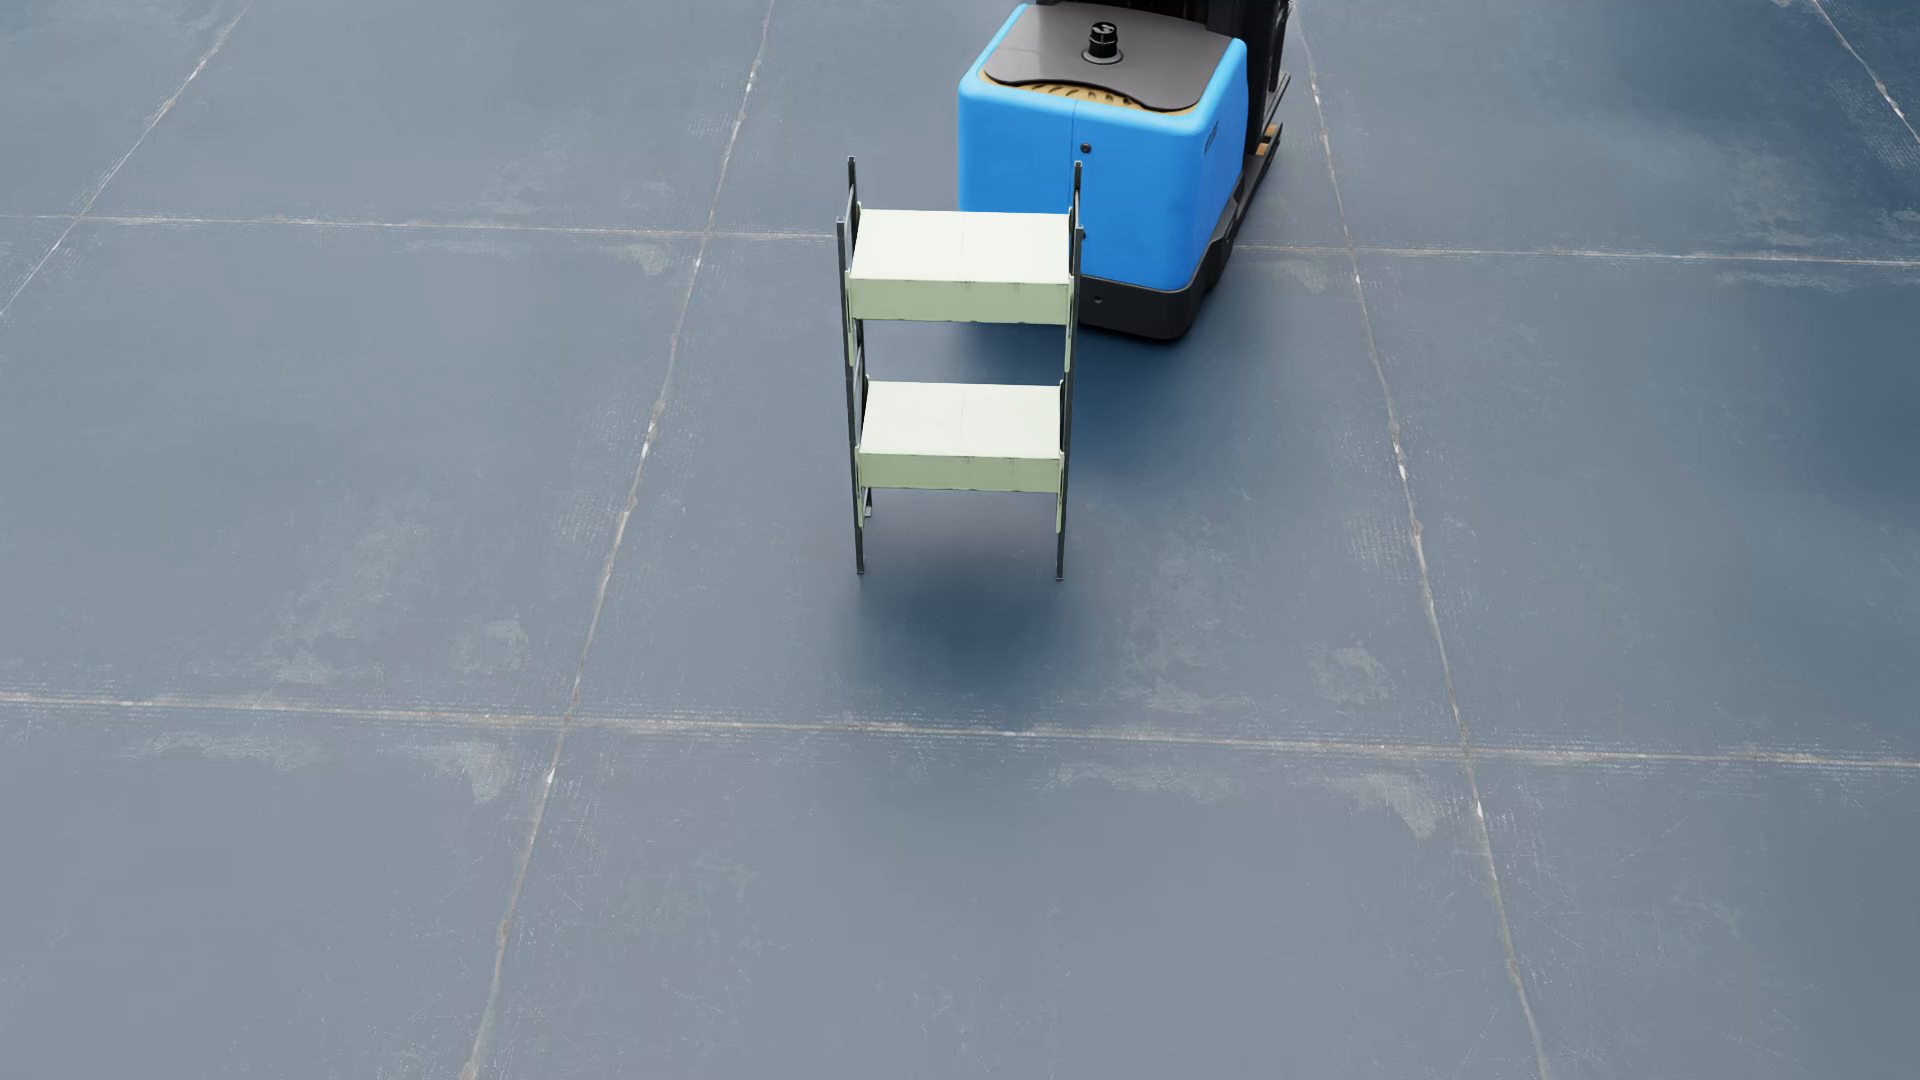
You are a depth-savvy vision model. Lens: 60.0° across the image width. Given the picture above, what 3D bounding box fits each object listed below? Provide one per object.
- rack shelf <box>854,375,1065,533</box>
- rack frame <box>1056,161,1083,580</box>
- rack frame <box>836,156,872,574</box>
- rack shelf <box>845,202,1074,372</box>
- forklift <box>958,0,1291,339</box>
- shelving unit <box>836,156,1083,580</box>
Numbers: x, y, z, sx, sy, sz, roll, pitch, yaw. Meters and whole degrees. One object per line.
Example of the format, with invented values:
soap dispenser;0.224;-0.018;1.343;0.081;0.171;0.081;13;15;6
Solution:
rack shelf;0.007;-0.310;5.961;0.720;0.370;0.431;2;43;2
rack frame;0.372;-0.537;5.727;0.023;1.500;0.400;2;43;2
rack frame;-0.359;-0.560;5.751;0.023;1.500;0.400;2;43;2
rack shelf;0.007;-0.834;5.473;0.720;0.370;0.431;2;43;2
forklift;0.962;-2.941;7.257;1.130;2.935;3.031;14;45;15
shelving unit;0.007;-0.549;5.739;0.755;1.500;0.431;2;43;2
